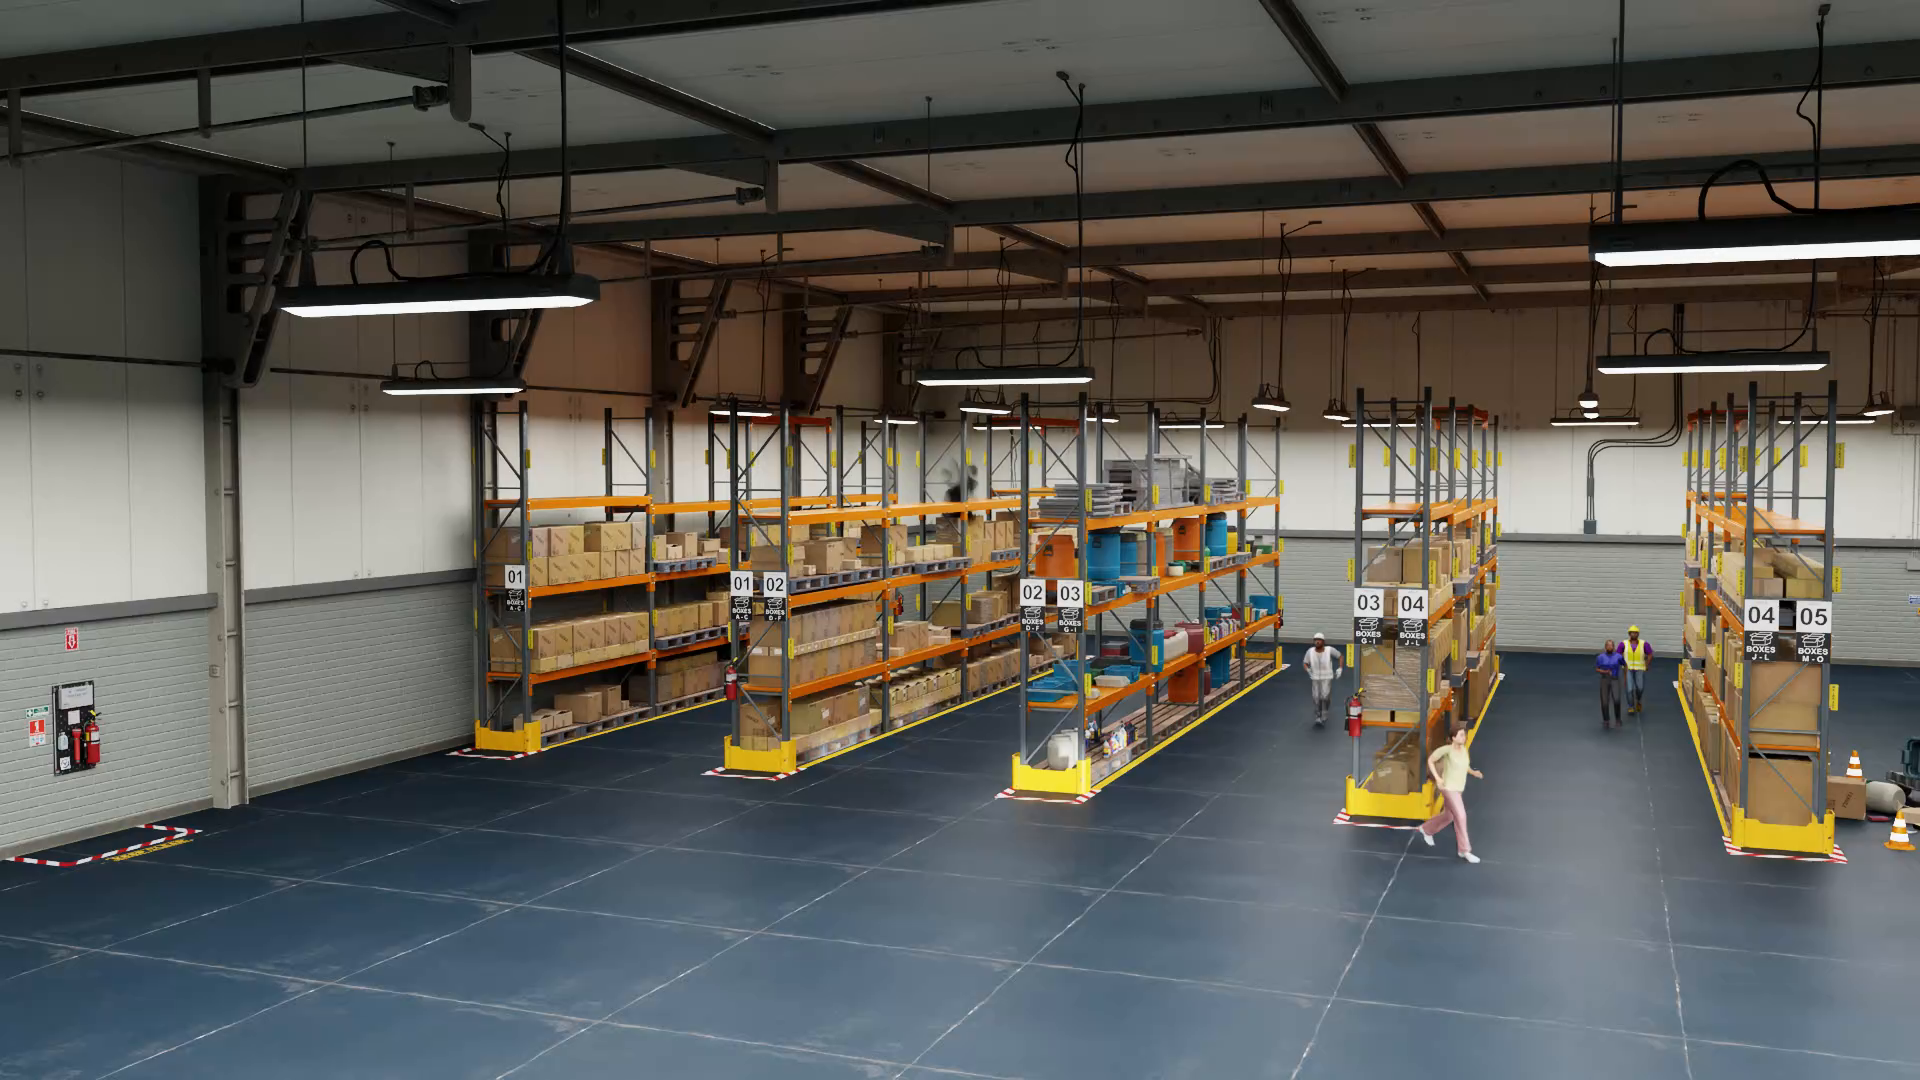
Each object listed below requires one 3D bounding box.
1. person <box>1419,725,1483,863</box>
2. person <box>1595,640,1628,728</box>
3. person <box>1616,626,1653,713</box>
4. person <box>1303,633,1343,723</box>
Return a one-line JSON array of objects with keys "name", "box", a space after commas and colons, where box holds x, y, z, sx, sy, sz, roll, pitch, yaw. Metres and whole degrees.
[{"name": "person", "box": [6.163, 3.150, 20.948, 0.545, 1.673, 0.957, -2, 4, -38]}, {"name": "person", "box": [12.105, 2.680, 30.899, 0.566, 1.641, 0.665, 1, 3, 20]}, {"name": "person", "box": [13.207, 2.547, 32.588, 0.690, 1.721, 0.582, 1, 3, 22]}, {"name": "person", "box": [6.765, 2.602, 31.089, 0.708, 1.727, 0.763, 1, 3, 24]}]
